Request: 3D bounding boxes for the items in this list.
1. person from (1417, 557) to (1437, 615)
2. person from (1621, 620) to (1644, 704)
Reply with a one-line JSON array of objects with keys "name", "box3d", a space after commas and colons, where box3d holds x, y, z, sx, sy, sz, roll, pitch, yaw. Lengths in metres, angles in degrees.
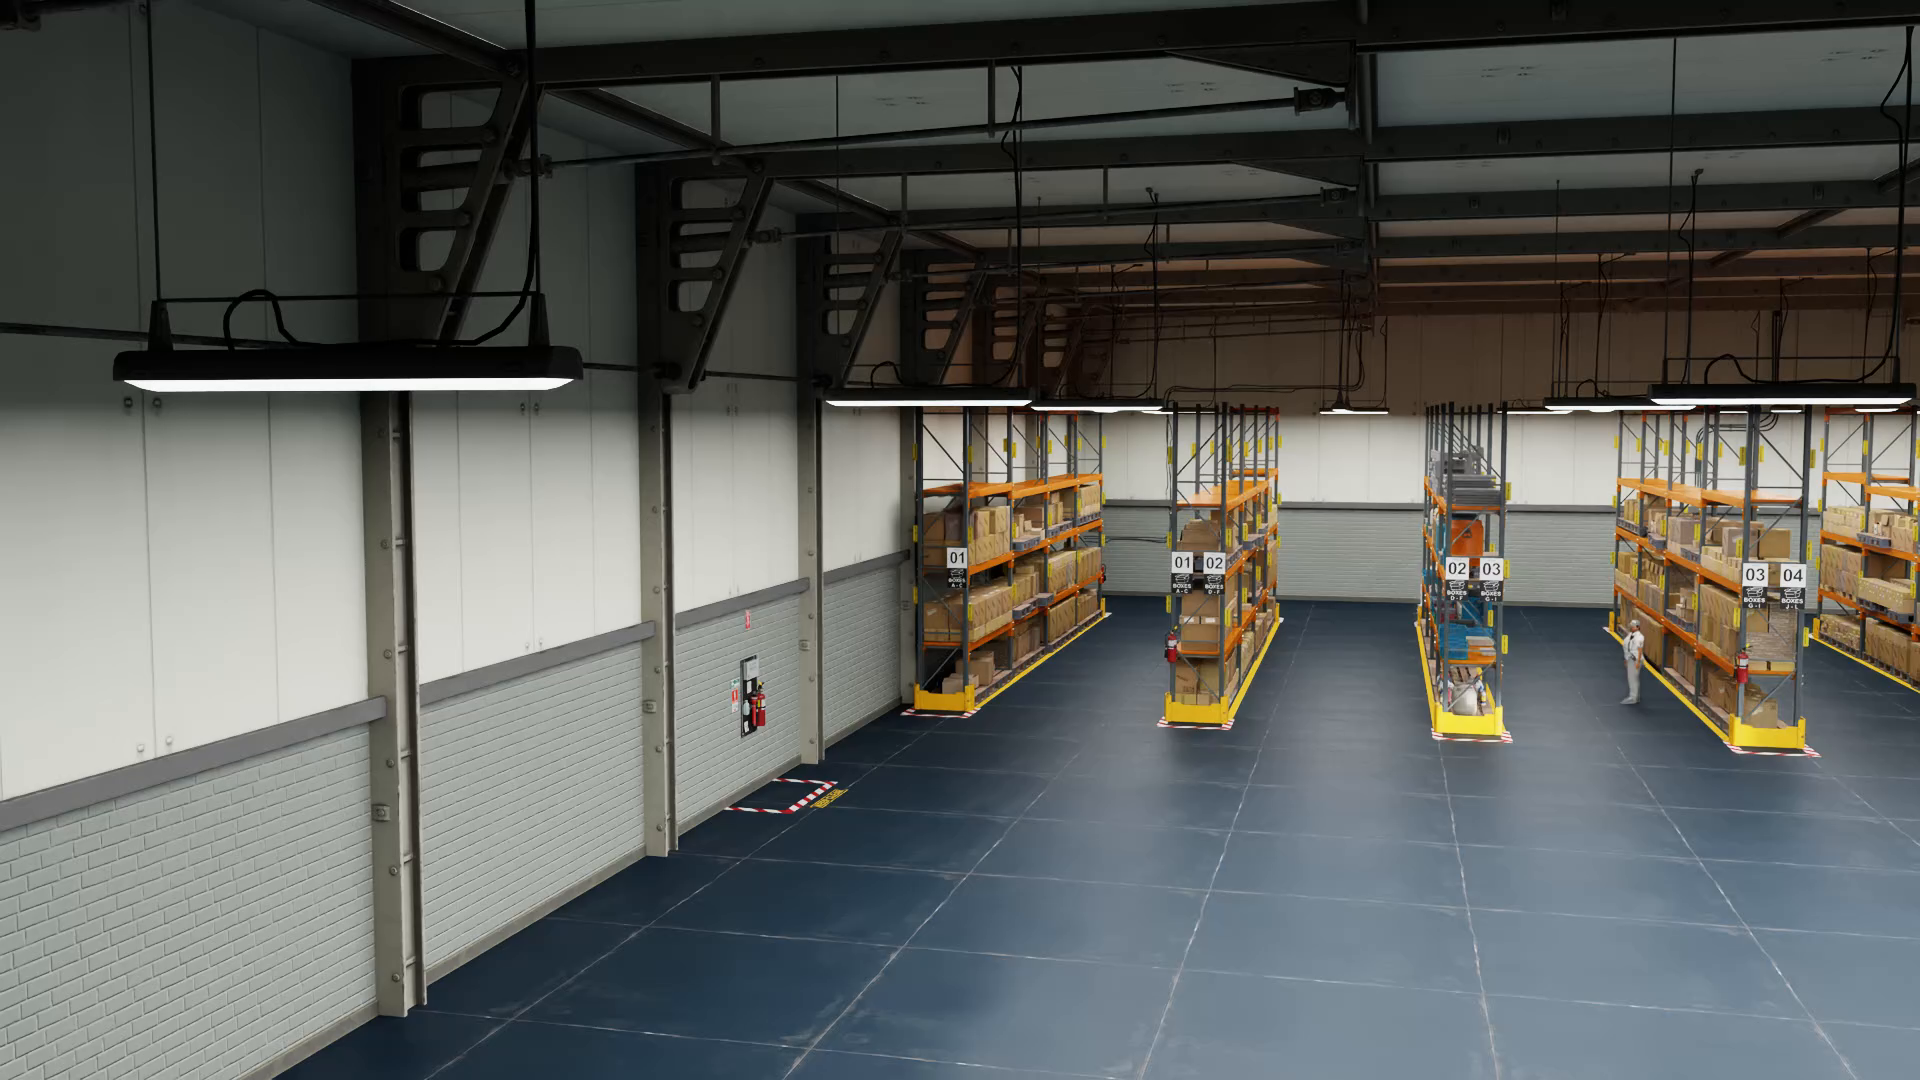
[{"name": "person", "box3d": [13.500, 1.306, 47.883, 0.570, 1.745, 1.043, 2, 5, 26]}, {"name": "person", "box3d": [13.494, 2.435, 33.354, 0.411, 1.673, 0.539, 1, 4, 14]}]
